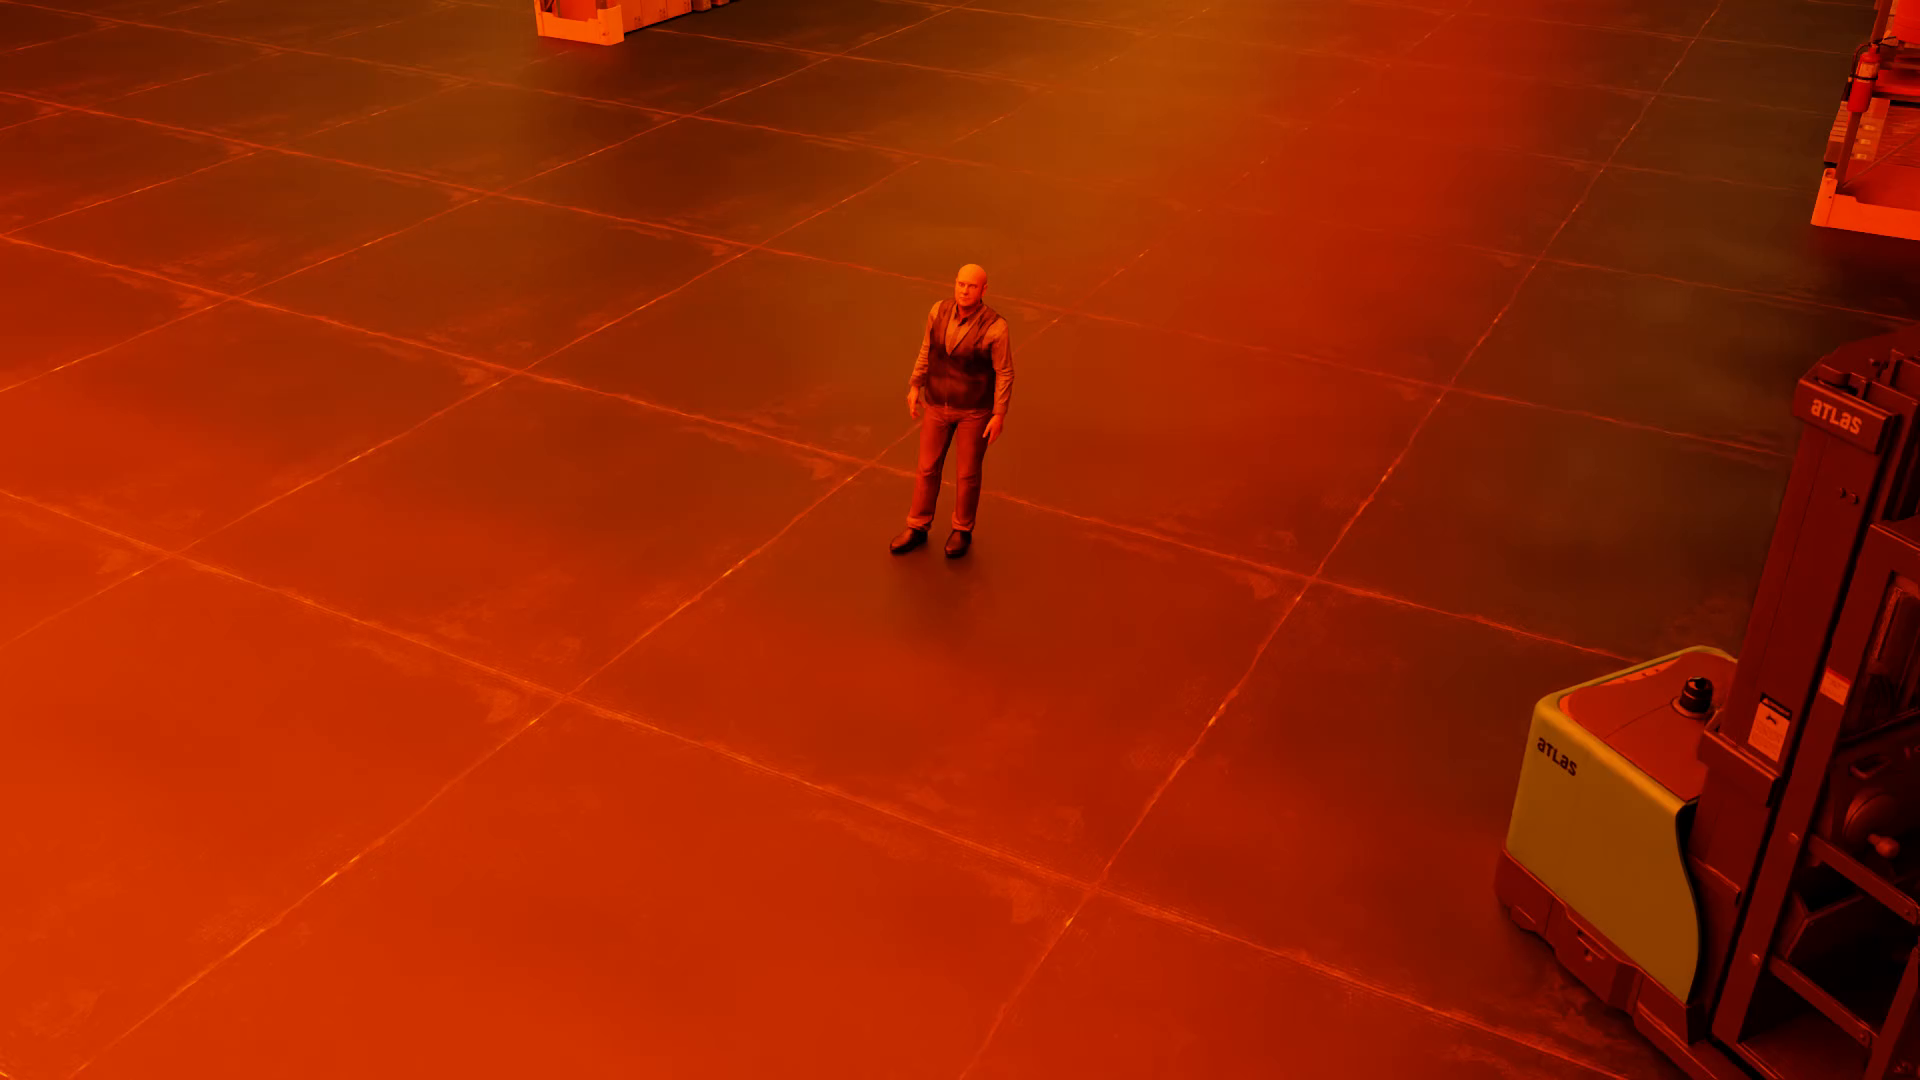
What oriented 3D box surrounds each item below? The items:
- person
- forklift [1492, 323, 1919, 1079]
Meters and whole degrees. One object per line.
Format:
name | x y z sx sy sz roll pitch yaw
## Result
person | -0.037 -0.727 9.526 0.632 1.720 0.568 15 33 25
forklift | 3.415 0.859 5.583 1.130 2.935 3.031 -14 33 -22
